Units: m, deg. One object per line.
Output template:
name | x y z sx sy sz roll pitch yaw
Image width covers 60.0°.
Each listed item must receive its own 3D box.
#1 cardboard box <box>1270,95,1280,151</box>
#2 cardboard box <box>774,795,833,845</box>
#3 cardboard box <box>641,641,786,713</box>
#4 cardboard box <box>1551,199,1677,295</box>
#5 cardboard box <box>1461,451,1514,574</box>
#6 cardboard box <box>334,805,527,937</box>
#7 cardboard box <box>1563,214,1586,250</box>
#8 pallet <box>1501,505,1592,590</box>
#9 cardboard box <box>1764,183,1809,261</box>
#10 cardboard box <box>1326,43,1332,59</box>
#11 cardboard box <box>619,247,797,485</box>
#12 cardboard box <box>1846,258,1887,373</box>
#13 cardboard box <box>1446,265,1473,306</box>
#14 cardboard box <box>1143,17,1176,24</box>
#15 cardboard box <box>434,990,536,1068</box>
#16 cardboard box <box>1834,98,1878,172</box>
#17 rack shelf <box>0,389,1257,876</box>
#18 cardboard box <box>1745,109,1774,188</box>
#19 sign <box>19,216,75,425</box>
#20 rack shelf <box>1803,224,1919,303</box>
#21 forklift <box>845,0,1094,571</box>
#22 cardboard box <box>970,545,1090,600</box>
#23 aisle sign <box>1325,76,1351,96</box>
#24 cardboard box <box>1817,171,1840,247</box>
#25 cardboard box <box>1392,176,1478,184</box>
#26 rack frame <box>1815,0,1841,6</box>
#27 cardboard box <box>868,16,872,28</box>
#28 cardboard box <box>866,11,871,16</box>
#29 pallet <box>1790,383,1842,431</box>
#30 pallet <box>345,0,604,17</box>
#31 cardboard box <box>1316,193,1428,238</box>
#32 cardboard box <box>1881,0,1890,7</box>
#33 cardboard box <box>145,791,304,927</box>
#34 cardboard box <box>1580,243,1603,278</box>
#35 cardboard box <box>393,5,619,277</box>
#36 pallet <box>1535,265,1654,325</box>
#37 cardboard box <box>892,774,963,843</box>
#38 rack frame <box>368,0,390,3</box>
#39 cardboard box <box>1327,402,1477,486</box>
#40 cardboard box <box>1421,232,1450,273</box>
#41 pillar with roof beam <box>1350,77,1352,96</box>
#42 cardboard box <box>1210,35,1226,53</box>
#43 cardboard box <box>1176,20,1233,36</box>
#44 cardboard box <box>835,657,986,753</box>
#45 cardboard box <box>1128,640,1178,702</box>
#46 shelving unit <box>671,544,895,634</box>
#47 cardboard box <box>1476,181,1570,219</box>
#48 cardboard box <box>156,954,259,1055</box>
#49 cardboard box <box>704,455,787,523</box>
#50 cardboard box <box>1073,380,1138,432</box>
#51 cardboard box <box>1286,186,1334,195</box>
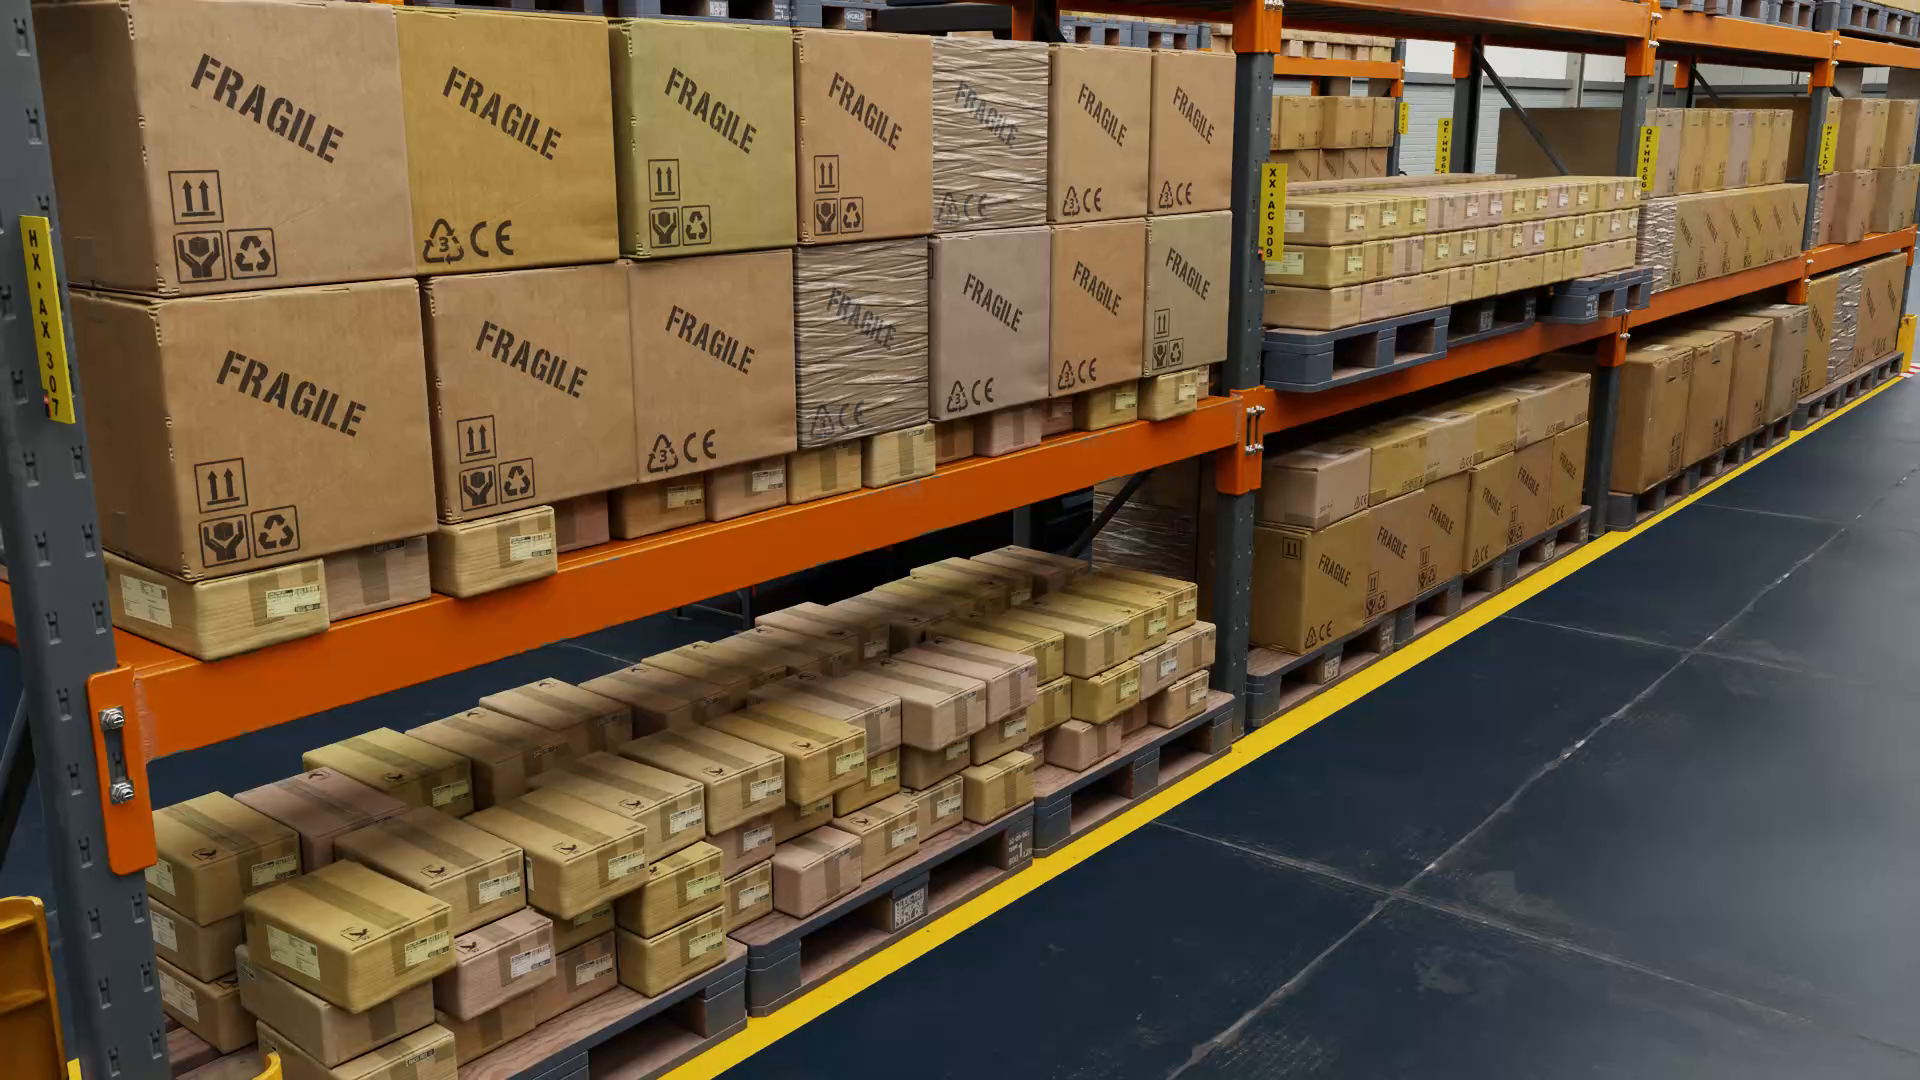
cardboard box | 2.533 -3.882 15.472 0.700 0.500 0.500 11 18 38
cardboard box | -0.572 0.699 4.614 0.380 0.149 0.250 12 19 40
cardboard box | -0.744 0.439 5.033 0.380 0.149 0.250 11 18 38
cardboard box | 3.642 -1.639 9.280 0.500 0.500 0.500 12 18 38
cardboard box | 2.290 -0.169 7.921 0.500 0.500 0.500 10 18 35
cardboard box | -1.205 0.756 3.783 0.380 0.149 0.250 12 18 39
cardboard box | 2.706 -1.457 7.821 0.380 0.149 0.250 11 18 38
pallet | 2.657 -0.046 8.873 1.003 0.211 1.213 11 18 38
cardboard box | 5.544 -2.220 11.565 0.500 0.500 0.500 11 18 37
cardboard box | 3.431 -4.805 16.362 0.380 0.149 0.250 11 18 36
cardboard box | -0.747 -0.449 3.989 0.500 0.500 0.500 12 18 38
cardboard box | 7.252 -1.943 14.143 0.875 0.875 0.875 11 18 37
cardboard box | 1.889 -1.064 6.878 0.380 0.149 0.250 10 18 35
cardboard box | 1.496 -4.510 14.142 0.500 0.250 0.500 11 18 36
cardboard box | -1.199 1.050 3.834 0.380 0.149 0.250 11 18 37
cardboard box | 6.624 -3.179 13.048 0.875 0.550 0.550 11 18 38
rack shelf | -0.621 -0.049 4.684 1.077 0.370 4.000 11 18 38
cardboard box | 5.034 -2.651 11.231 0.700 0.500 0.500 11 18 37
sign | -1.456 -0.350 2.650 0.100 0.325 0.005 11 18 38
rack shelf | 6.921 -2.347 13.730 1.077 0.370 4.000 11 18 38
forklift | 0.368 -1.546 9.256 1.130 2.935 3.031 10 17 35
cardboard box | 0.258 0.143 6.195 0.380 0.149 0.250 12 19 40
aisle sign | 4.062 -5.145 18.004 0.394 0.787 0.004 11 18 38
cardboard box | 6.214 -2.567 12.829 0.875 0.550 0.550 11 18 38
cardboard box | 2.384 -1.760 8.408 0.380 0.149 0.250 11 18 37
rack frame | 5.664 -5.220 11.395 1.000 3.000 0.127 11 18 38
cardboard box | -0.434 -3.659 11.853 0.380 0.149 0.250 11 18 38
cardboard box | -0.807 -5.939 19.052 0.797 0.503 0.637 12 19 39
pallet | 6.202 -1.095 13.003 1.003 0.211 1.213 11 18 38
pallet | -2.740 -3.071 9.417 0.805 0.209 1.217 10 18 35
cardboard box | 1.575 -1.258 6.431 0.380 0.149 0.250 11 18 38
cardboard box | 6.795 -4.109 12.567 0.380 0.149 0.250 11 18 37
cardboard box | -1.743 0.735 3.867 0.380 0.149 0.250 12 18 38
cardboard box | 2.878 -1.366 8.065 0.380 0.149 0.250 12 18 38
cardboard box | -1.078 -0.834 3.476 0.500 0.500 0.500 12 19 39
pallet | 2.785 -1.301 8.540 1.213 0.211 1.003 11 18 38
cardboard box | -0.213 0.763 4.963 0.380 0.149 0.250 12 18 39
rack frame | -3.278 -1.527 9.042 1.000 3.000 0.127 11 18 38
cardboard box | 1.962 -0.436 7.447 0.500 0.250 0.500 12 19 40
cardboard box | 1.727 -1.160 6.650 0.380 0.149 0.250 10 18 35
pillar with roof beam | 10.153 -9.138 26.819 9.100 9.000 0.400 11 18 38
cardboard box | 2.141 -4.413 14.821 0.380 0.149 0.250 11 18 37
cardboard box | 2.240 -4.626 14.850 0.500 0.250 0.500 11 18 36
cardboard box | -0.148 0.479 4.874 0.380 0.149 0.250 10 18 36
cardboard box | 0.525 0.417 5.723 0.380 0.149 0.250 10 17 35
shelving unit | -0.830 -0.254 7.837 0.538 1.125 1.048 10 17 35
cardboard box | 2.553 -1.557 7.608 0.380 0.149 0.250 11 18 38
cardboard box | -1.710 1.031 3.911 0.380 0.149 0.250 12 18 38
cardboard box | -0.658 -0.164 4.187 0.380 0.149 0.250 11 18 36
cardboard box | 0.347 -0.460 5.350 0.380 0.149 0.250 12 19 40
cardboard box | 1.390 -1.455 7.208 0.380 0.149 0.250 11 18 36
